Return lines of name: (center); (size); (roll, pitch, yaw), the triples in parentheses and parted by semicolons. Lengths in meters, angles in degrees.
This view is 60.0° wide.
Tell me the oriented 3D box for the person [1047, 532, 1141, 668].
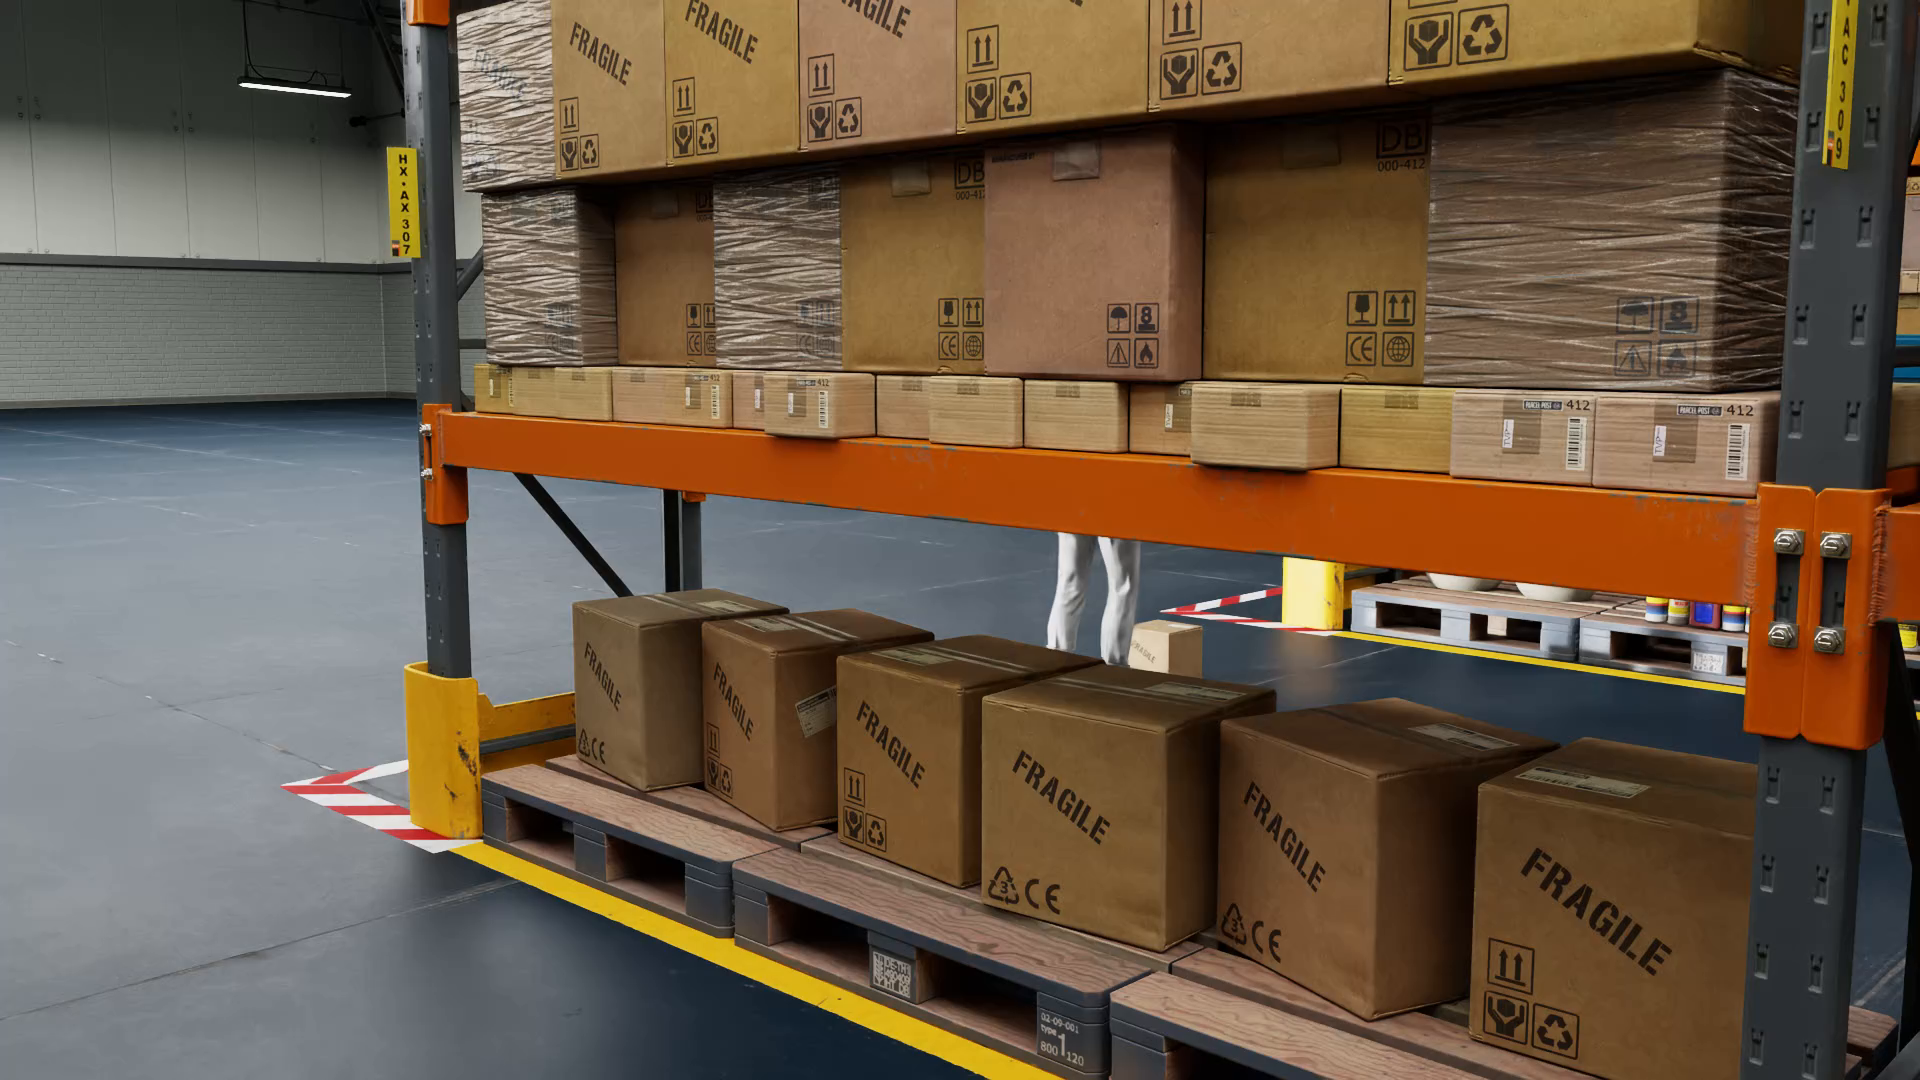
person: (0.577, -0.152, 6.968); (0.409, 1.700, 0.467); (-7, 10, -44)
